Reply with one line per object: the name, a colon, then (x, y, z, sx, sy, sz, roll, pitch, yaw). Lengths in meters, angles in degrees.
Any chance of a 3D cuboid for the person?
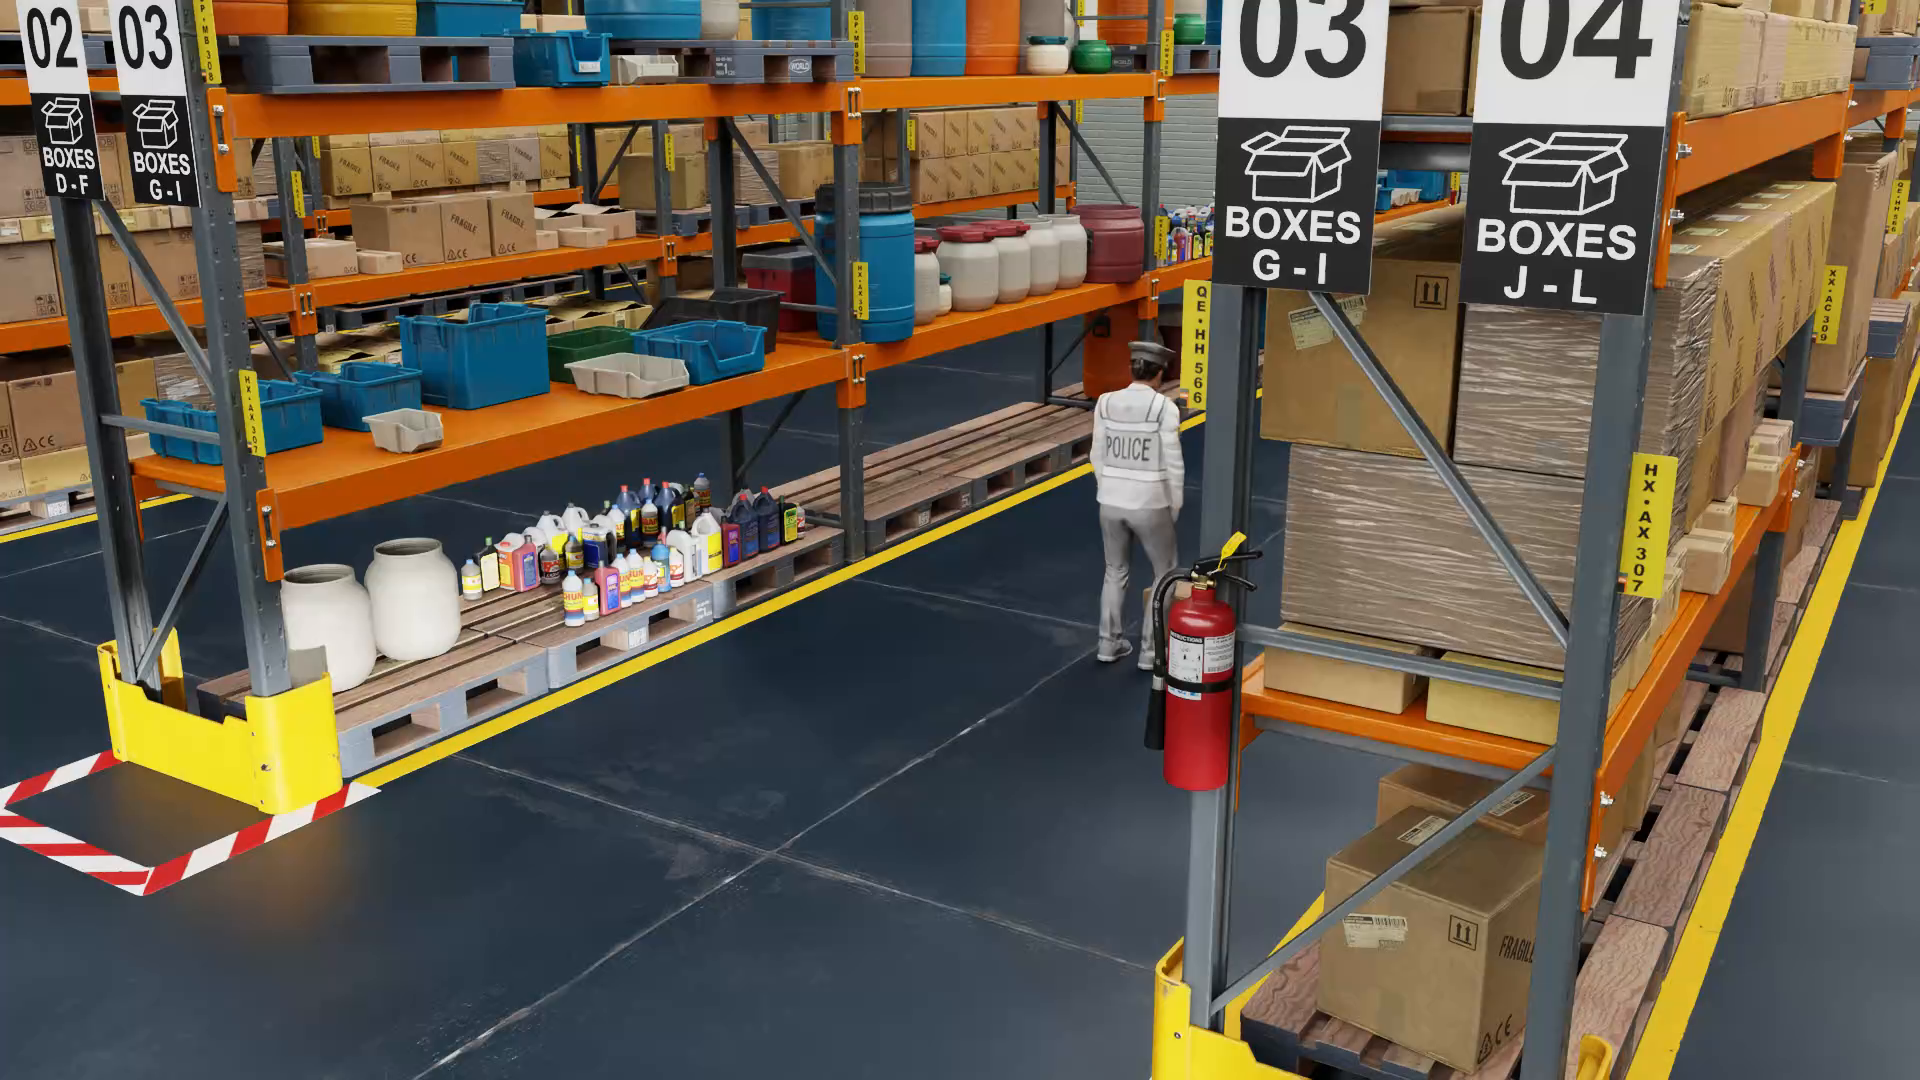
person: (0.873, -0.170, 8.225, 0.504, 1.616, 0.465, 10, 19, 32)
